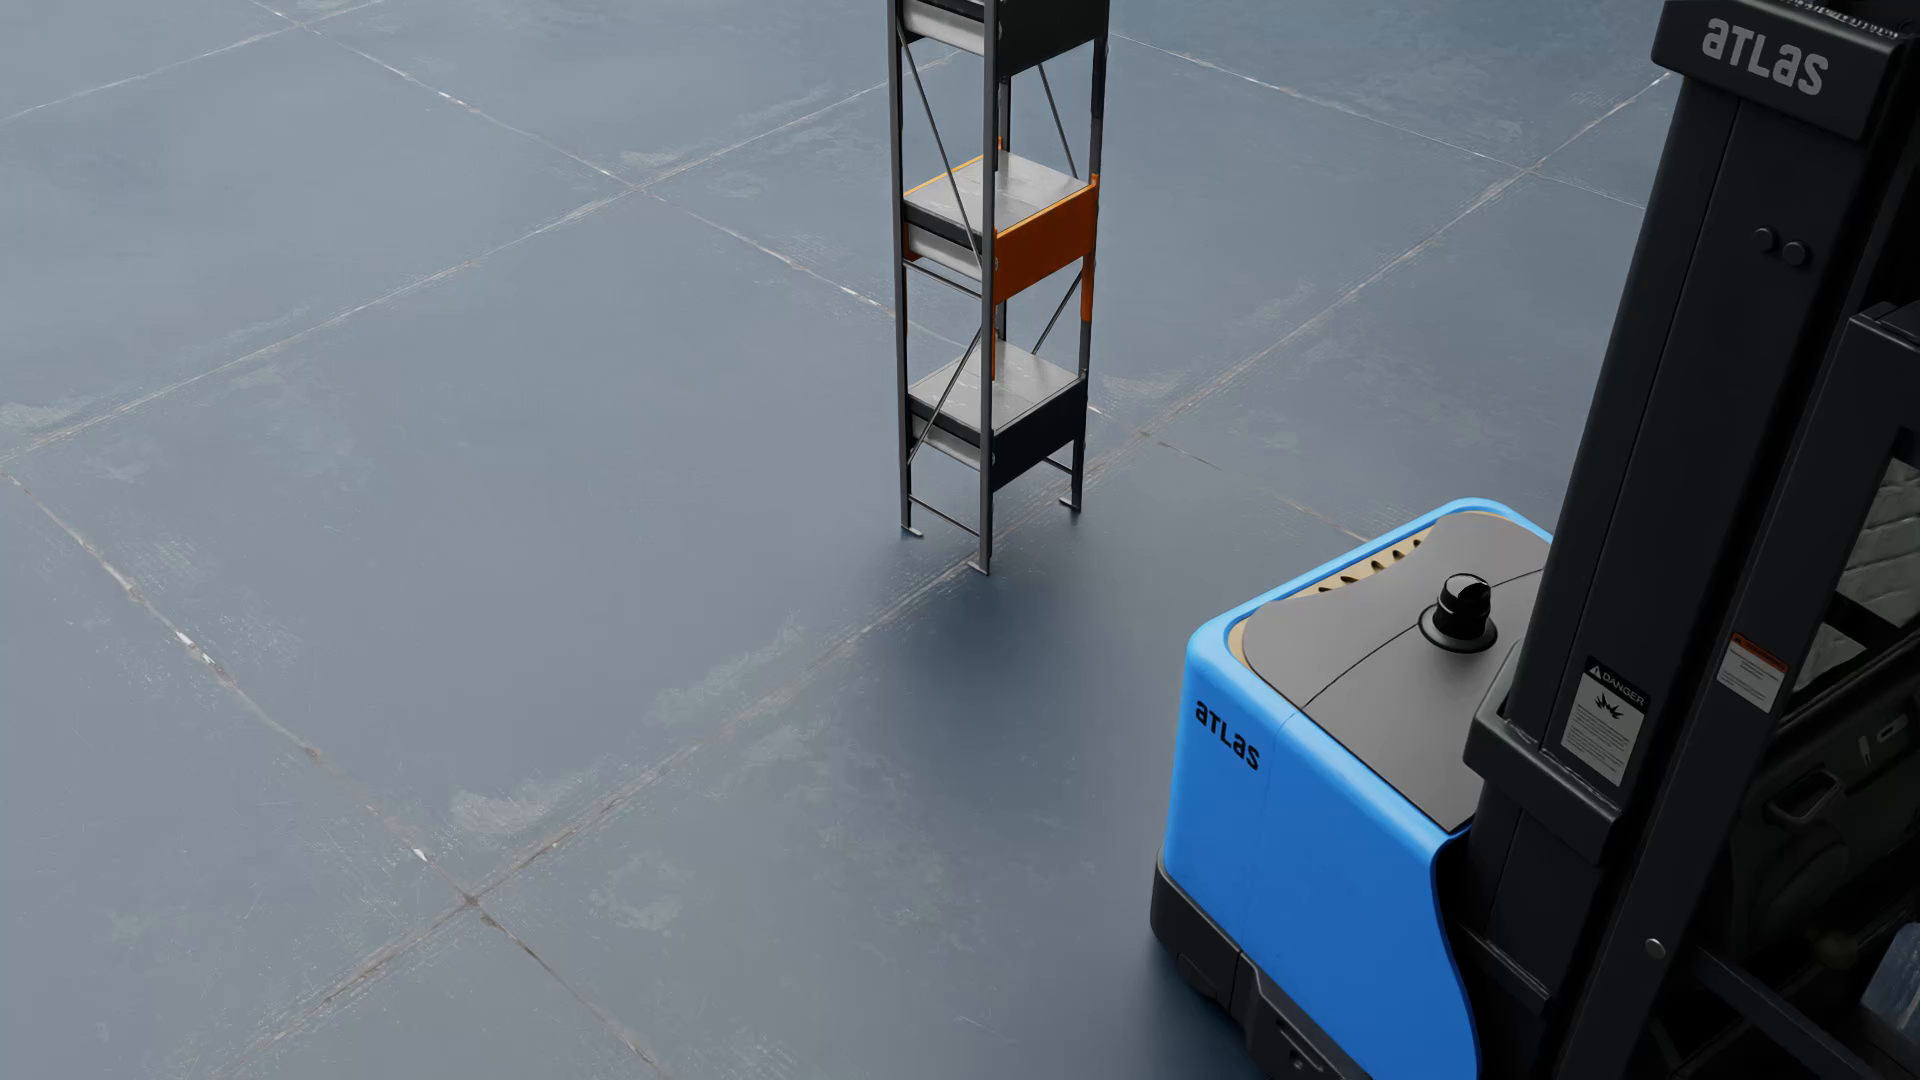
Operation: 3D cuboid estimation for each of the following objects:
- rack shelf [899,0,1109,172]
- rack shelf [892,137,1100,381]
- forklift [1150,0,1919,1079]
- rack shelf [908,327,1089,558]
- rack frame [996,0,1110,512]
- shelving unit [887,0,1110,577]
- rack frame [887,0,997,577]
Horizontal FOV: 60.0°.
[{"bbox_3d":[0.112,-1.435,4.765,0.431,0.518,0.480,30,47,32],"label":"rack shelf"},{"bbox_3d":[0.112,-0.887,5.201,0.431,0.518,0.480,30,47,32],"label":"rack shelf"},{"bbox_3d":[1.746,0.489,2.780,1.130,2.935,3.031,-23,44,-26],"label":"forklift"},{"bbox_3d":[0.112,-0.339,5.636,0.431,0.518,0.480,30,47,32],"label":"rack shelf"},{"bbox_3d":[0.276,-1.010,5.333,0.400,2.100,0.015,30,47,32],"label":"rack frame"},{"bbox_3d":[0.112,-0.898,5.192,0.431,2.100,0.503,30,47,32],"label":"shelving unit"},{"bbox_3d":[-0.053,-0.786,5.051,0.400,2.100,0.015,30,47,32],"label":"rack frame"}]
